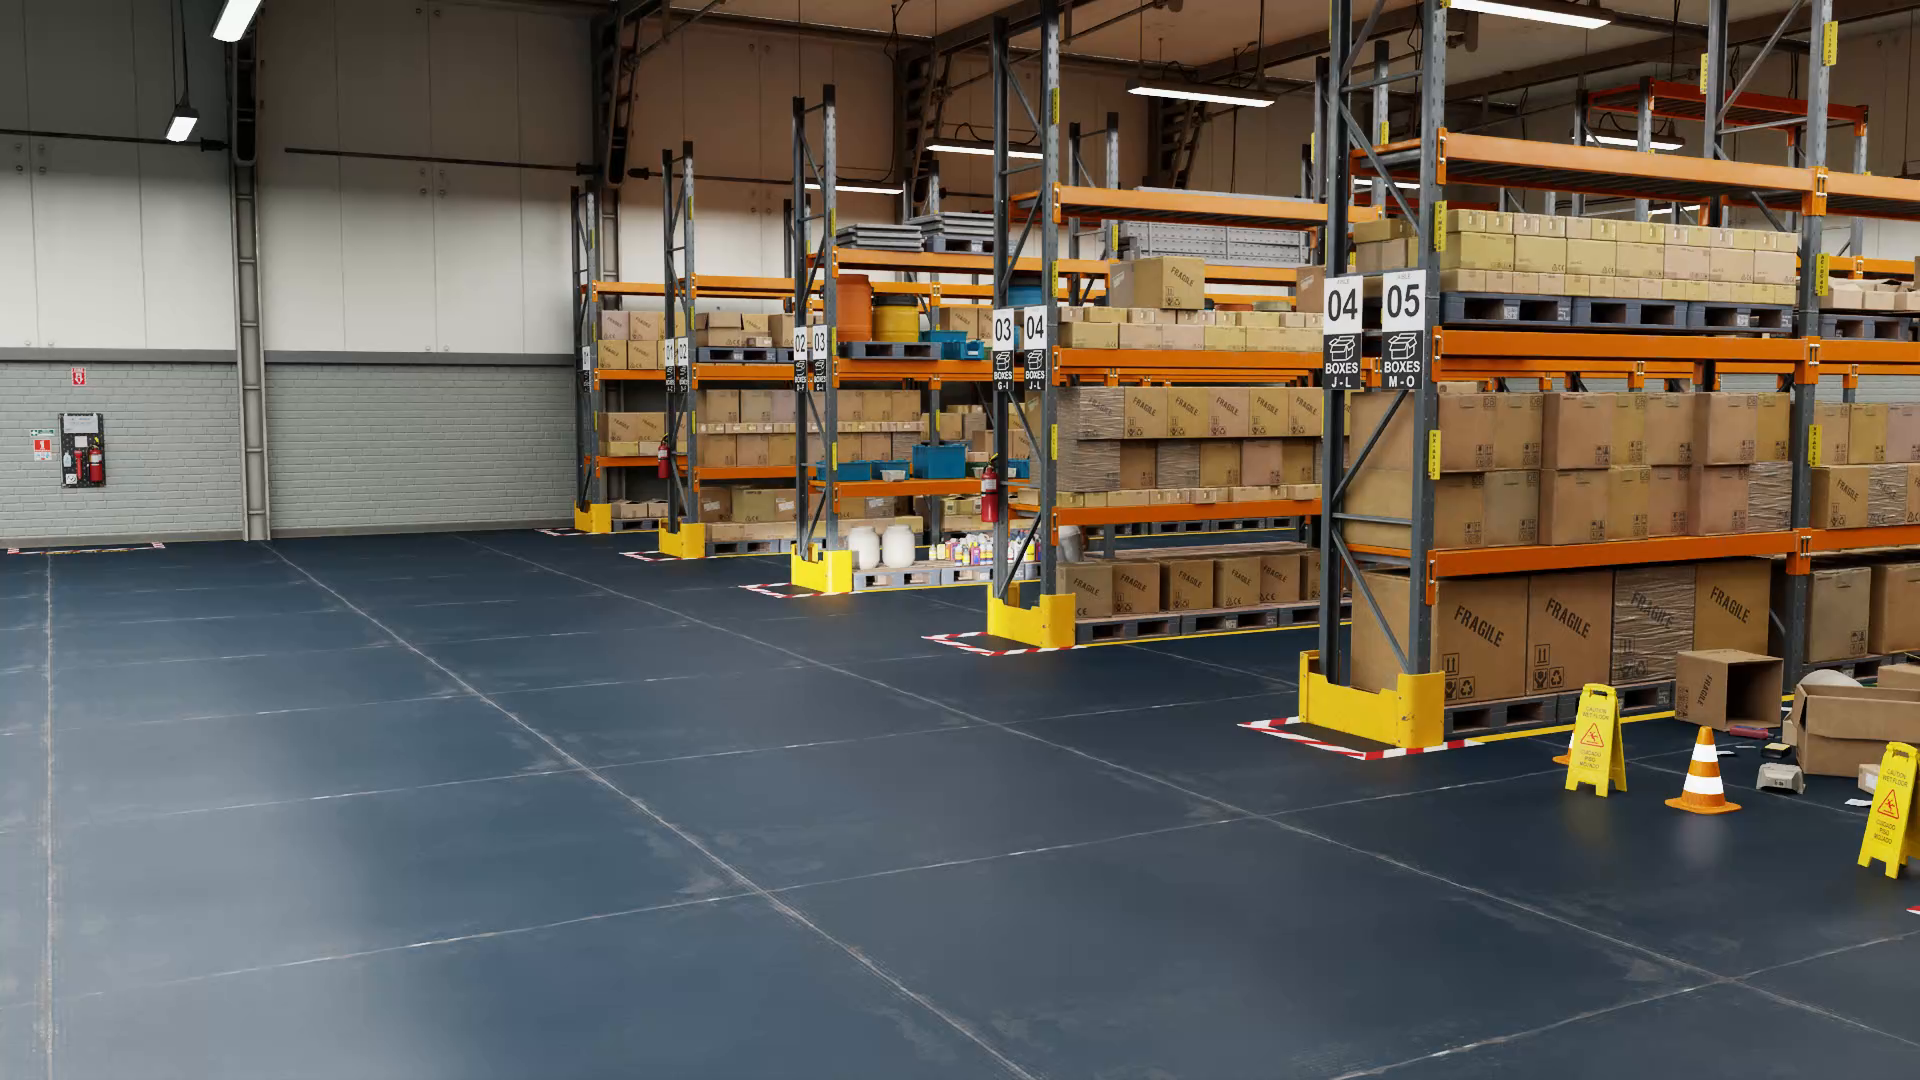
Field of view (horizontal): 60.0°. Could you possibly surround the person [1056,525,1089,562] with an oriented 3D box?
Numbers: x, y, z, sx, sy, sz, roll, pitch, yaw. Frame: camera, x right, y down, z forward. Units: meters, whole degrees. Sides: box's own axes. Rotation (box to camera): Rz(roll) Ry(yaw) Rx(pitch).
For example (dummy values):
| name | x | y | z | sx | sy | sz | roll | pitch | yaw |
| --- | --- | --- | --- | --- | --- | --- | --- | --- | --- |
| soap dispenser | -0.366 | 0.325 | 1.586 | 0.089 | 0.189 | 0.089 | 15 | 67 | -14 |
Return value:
| name | x | y | z | sx | sy | sz | roll | pitch | yaw |
| --- | --- | --- | --- | --- | --- | --- | --- | --- | --- |
| person | 1.174 | -0.060 | 17.850 | 0.461 | 1.759 | 0.631 | -3 | 6 | -29 |
